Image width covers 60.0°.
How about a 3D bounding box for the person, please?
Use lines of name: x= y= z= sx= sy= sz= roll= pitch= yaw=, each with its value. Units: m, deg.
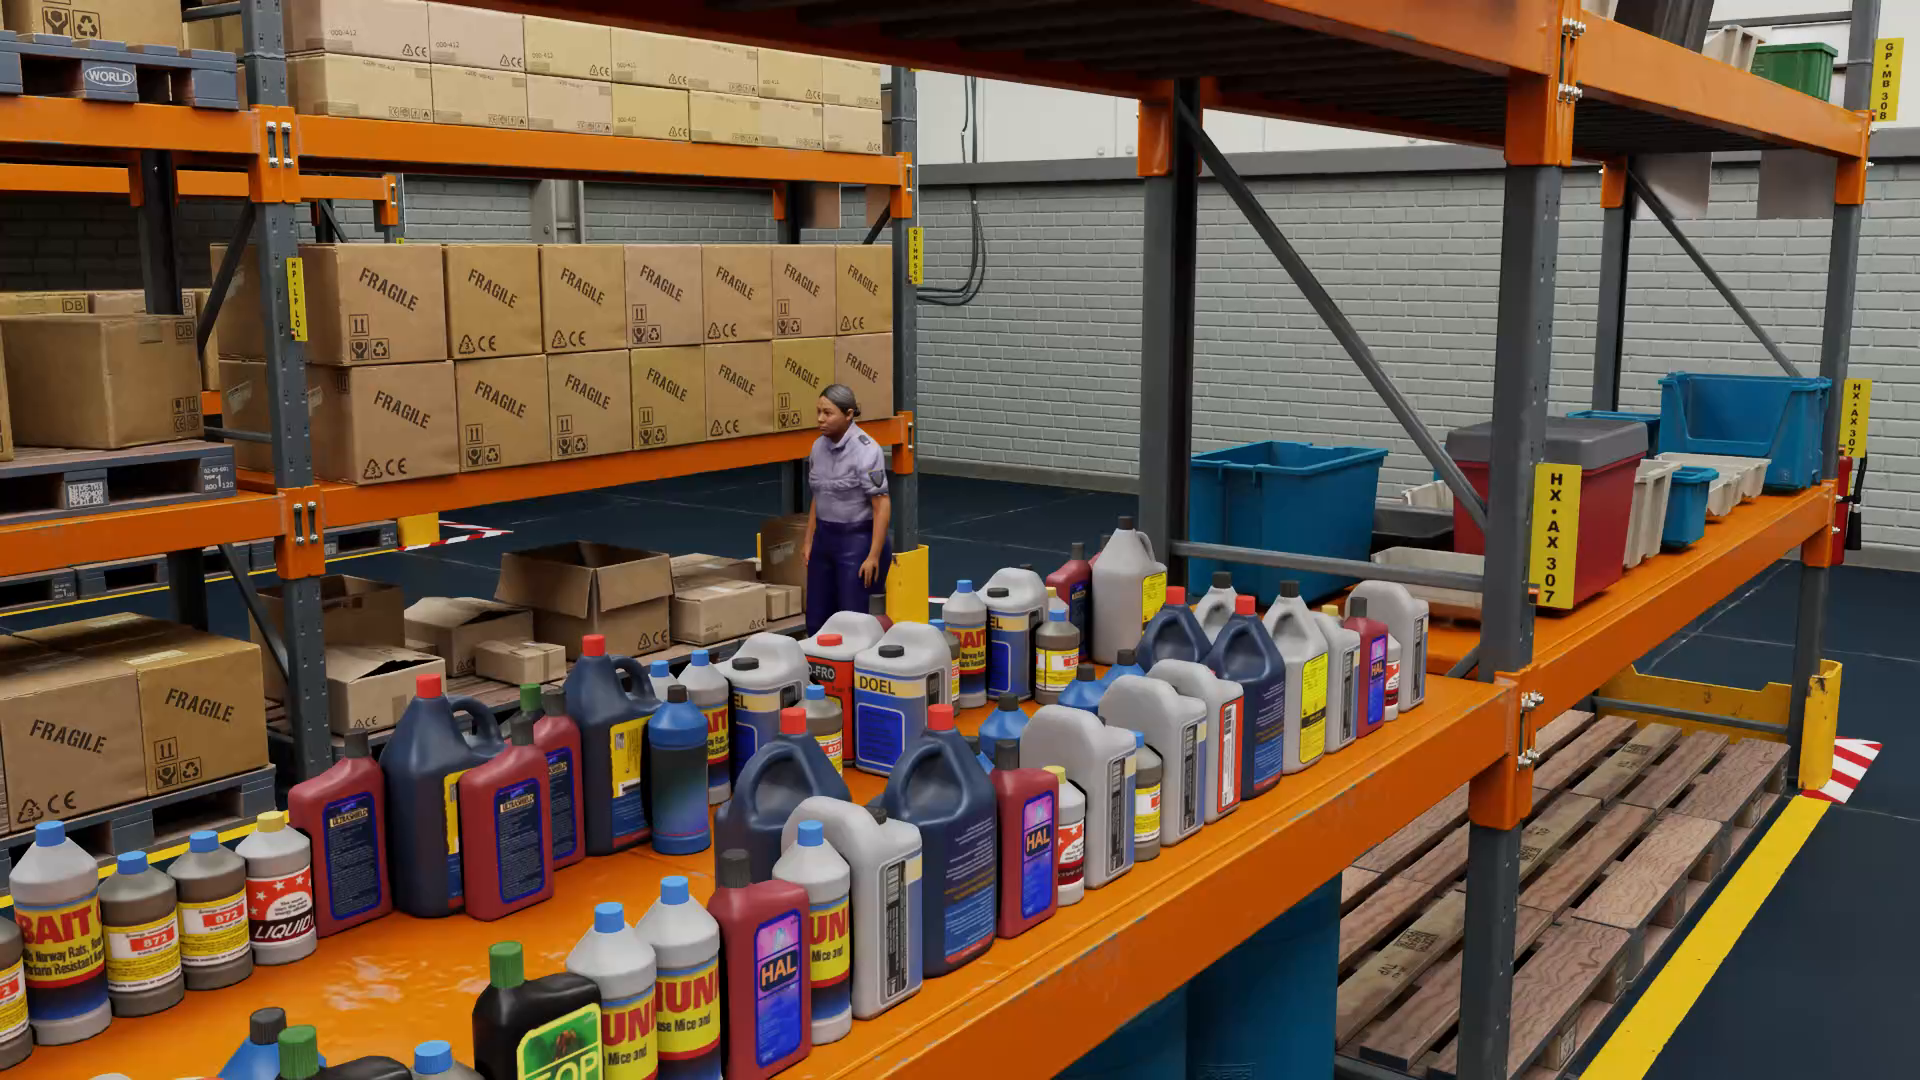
person: x=-0.570 y=0.068 z=8.031 sx=0.330 sy=1.653 sz=0.562 roll=-9 pitch=14 yaw=-43
